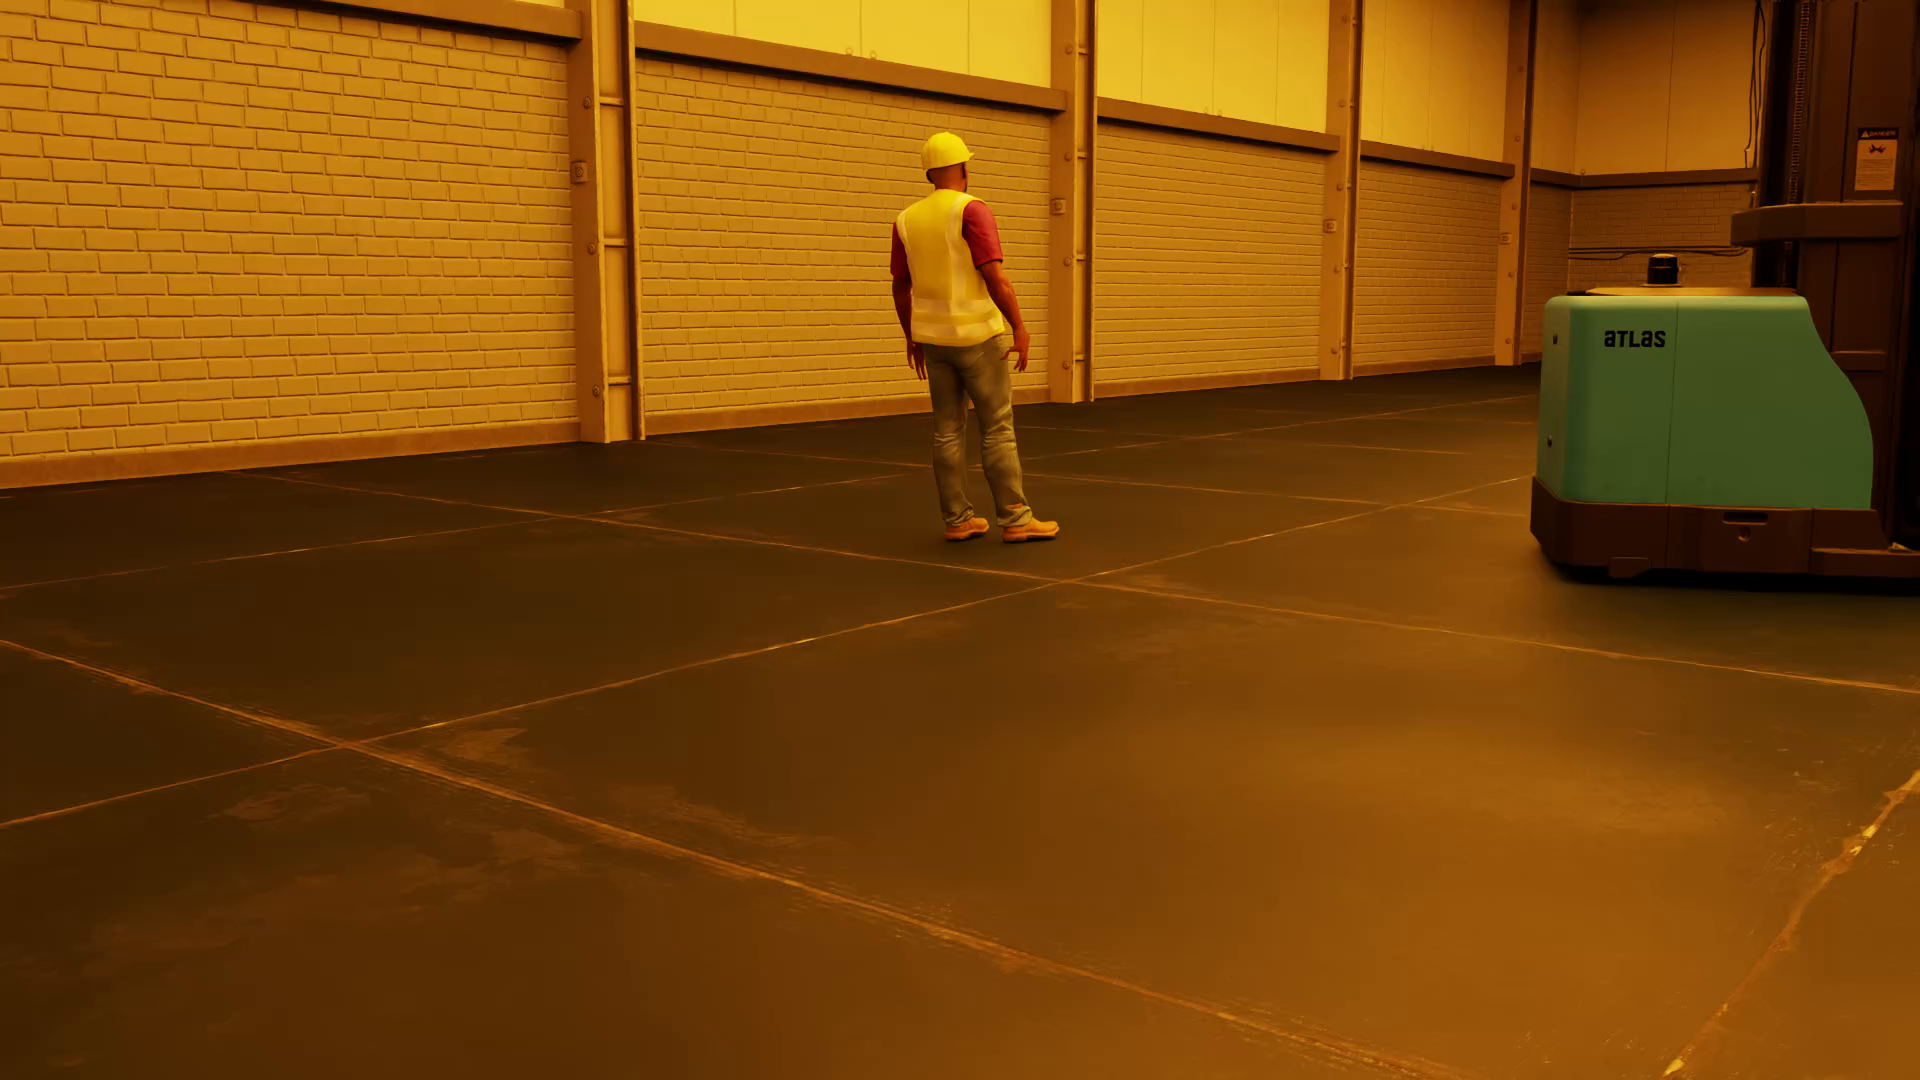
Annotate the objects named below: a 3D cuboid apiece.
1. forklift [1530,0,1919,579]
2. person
[{"bbox_3d":[3.840,-1.309,6.225,3.031,2.935,1.130,2,9,13],"label":"forklift"},{"bbox_3d":[0.048,-0.888,7.325,0.665,1.765,0.577,7,11,38],"label":"person"}]
